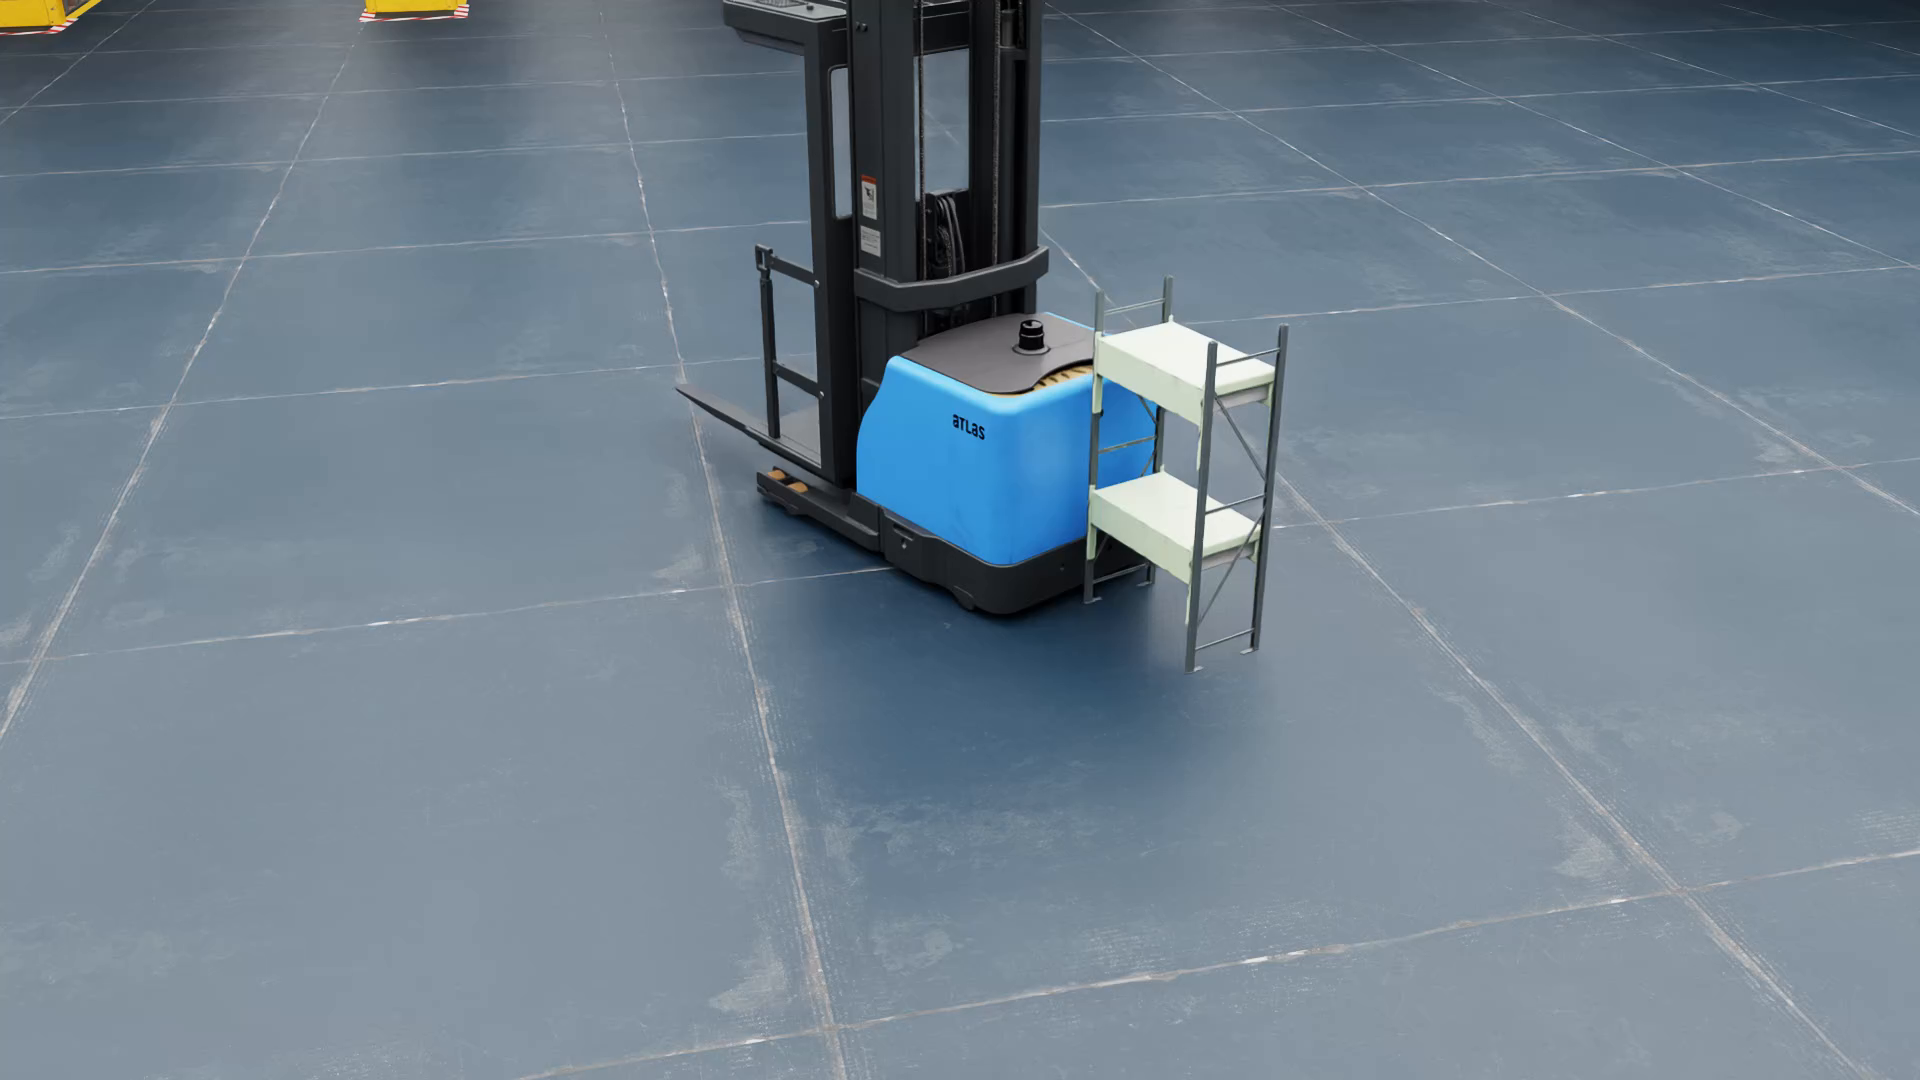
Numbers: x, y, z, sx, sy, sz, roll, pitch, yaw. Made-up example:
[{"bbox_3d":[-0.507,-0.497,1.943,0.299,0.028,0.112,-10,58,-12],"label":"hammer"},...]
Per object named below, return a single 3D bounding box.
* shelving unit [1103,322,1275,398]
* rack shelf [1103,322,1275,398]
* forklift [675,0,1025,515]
[{"bbox_3d":[0.940,-0.750,6.909,0.368,0.052,0.686,-16,31,-28],"label":"shelving unit"},{"bbox_3d":[0.940,-0.750,6.909,0.368,0.052,0.686,-16,31,-28],"label":"rack shelf"},{"bbox_3d":[-0.675,-1.626,8.439,1.118,2.733,2.170,-21,33,-35],"label":"forklift"}]
